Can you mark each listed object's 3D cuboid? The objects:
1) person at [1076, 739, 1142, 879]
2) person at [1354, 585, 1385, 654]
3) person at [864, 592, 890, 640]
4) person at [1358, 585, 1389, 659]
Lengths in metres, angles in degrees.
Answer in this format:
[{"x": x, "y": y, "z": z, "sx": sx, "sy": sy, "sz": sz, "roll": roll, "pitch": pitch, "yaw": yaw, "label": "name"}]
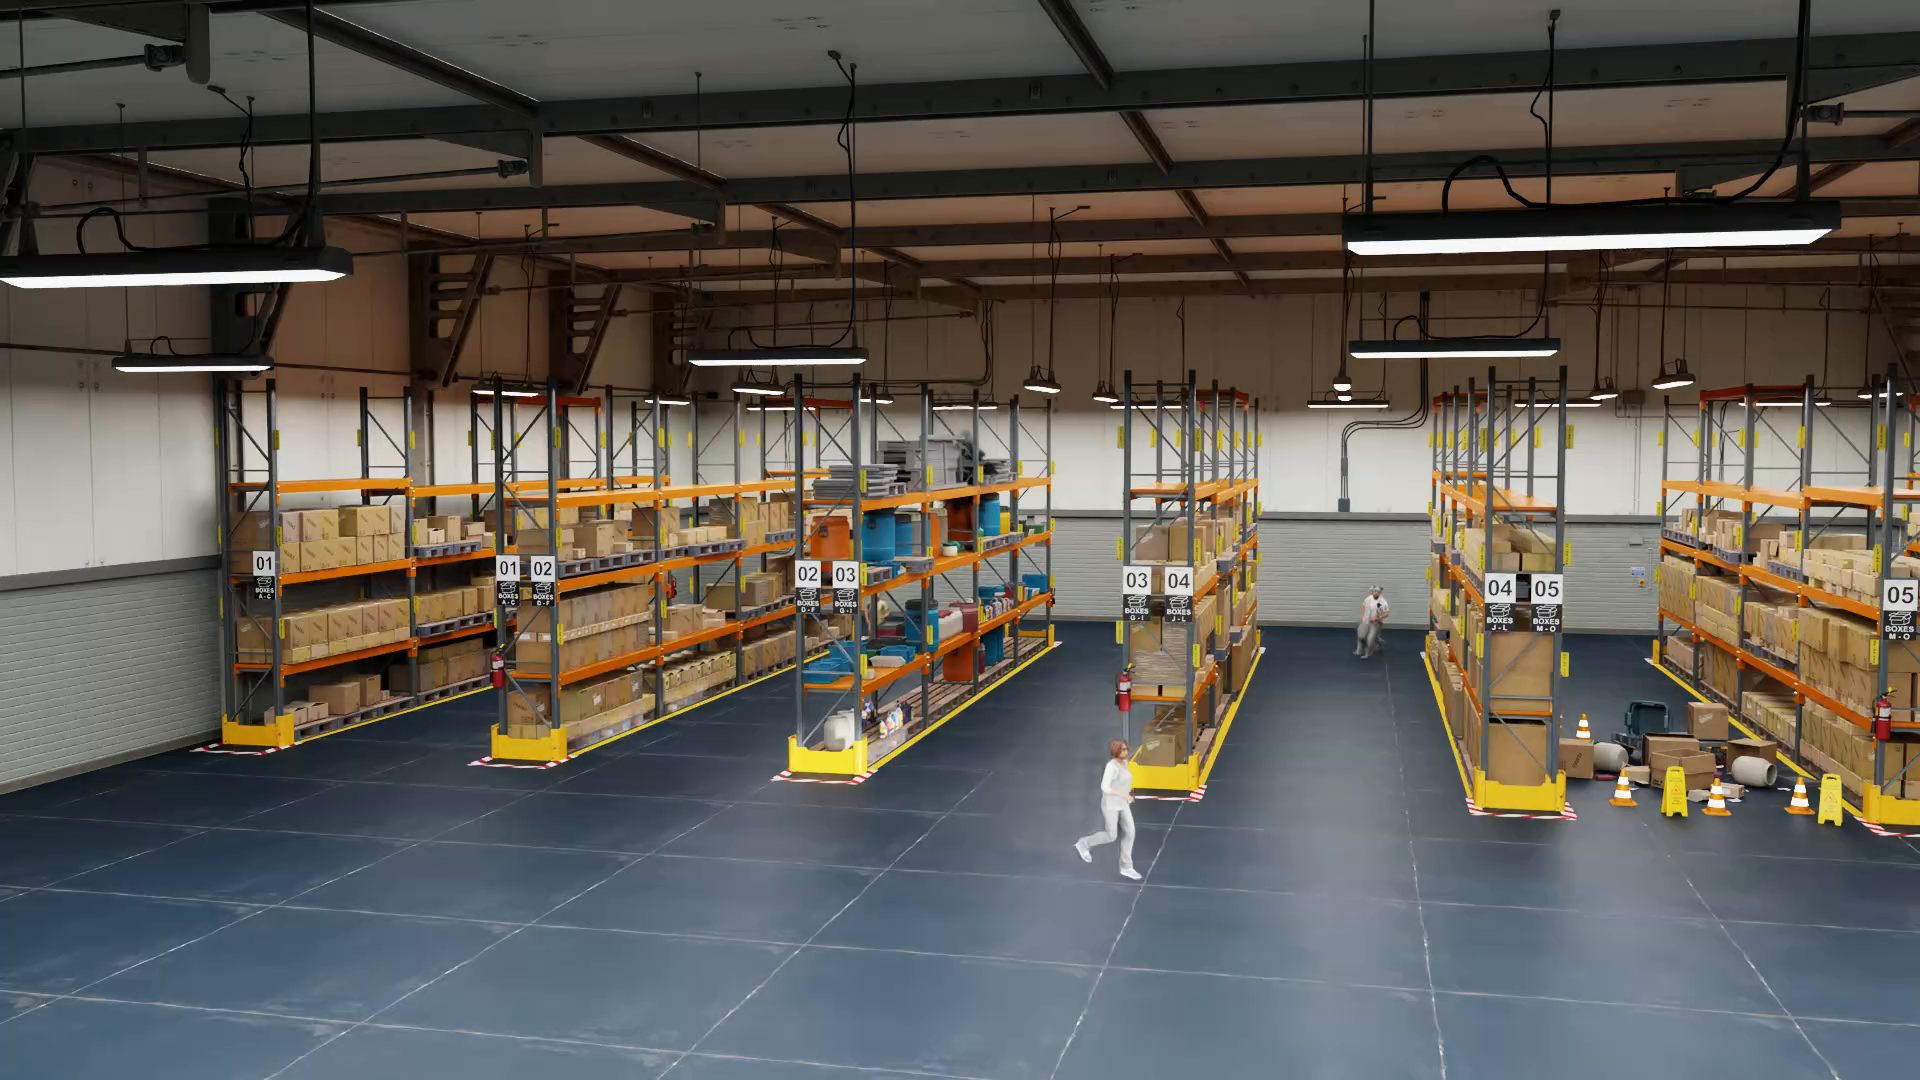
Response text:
[{"x": 1.729, "y": 3.079, "z": 19.126, "sx": 0.822, "sy": 1.556, "sz": 0.525, "roll": 2, "pitch": 4, "yaw": 36, "label": "person"}, {"x": 9.642, "y": 1.870, "z": 38.896, "sx": 0.752, "sy": 1.631, "sz": 0.647, "roll": -2, "pitch": 4, "yaw": -26, "label": "person"}, {"x": -1.864, "y": 1.905, "z": 37.313, "sx": 0.597, "sy": 1.616, "sz": 0.920, "roll": 0, "pitch": 3, "yaw": 3, "label": "person"}, {"x": 9.379, "y": 1.872, "z": 37.835, "sx": 0.736, "sy": 1.708, "sz": 0.547, "roll": 2, "pitch": 4, "yaw": 31, "label": "person"}]
